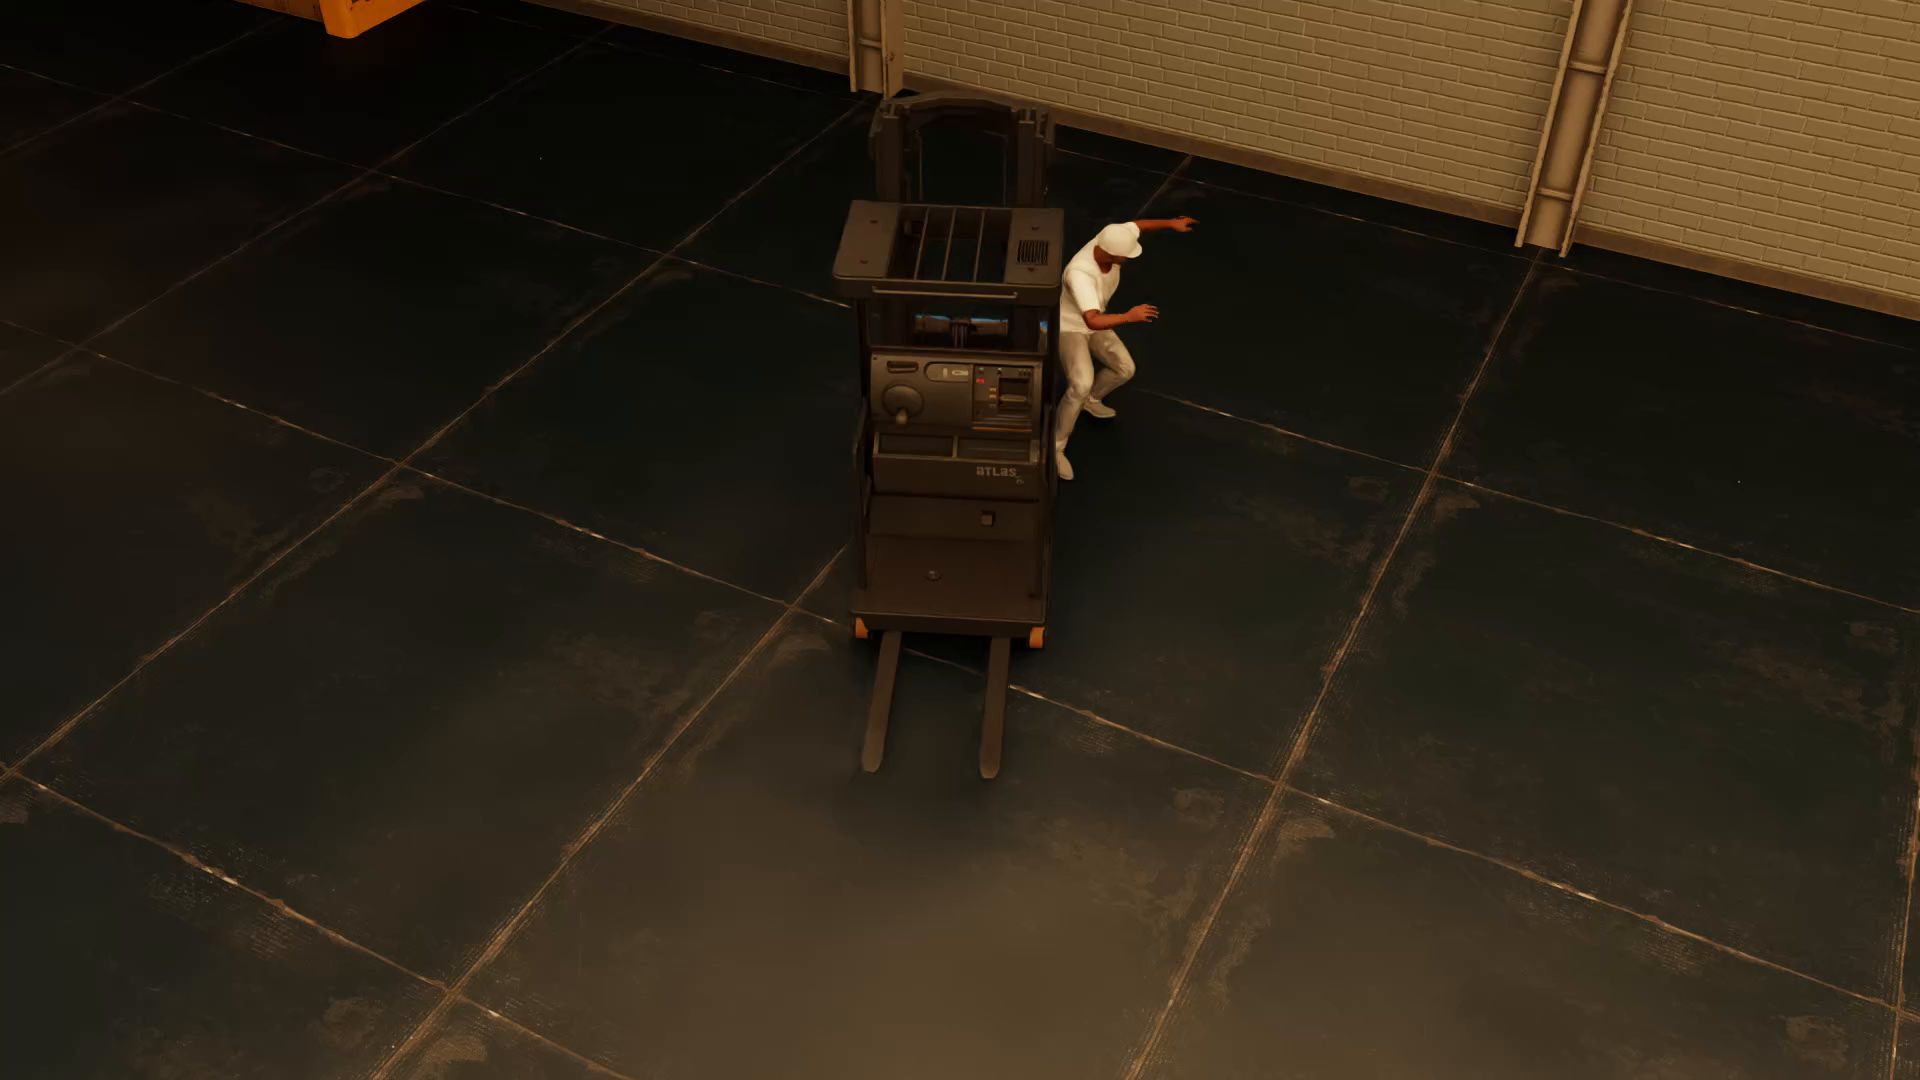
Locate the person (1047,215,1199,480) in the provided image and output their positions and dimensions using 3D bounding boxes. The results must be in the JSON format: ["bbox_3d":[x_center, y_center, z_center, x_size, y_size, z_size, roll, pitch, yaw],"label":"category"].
[{"bbox_3d":[1.004,-1.410,10.760,0.801,1.483,1.567,24,46,26],"label":"person"}]

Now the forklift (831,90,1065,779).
[{"bbox_3d":[-0.036,-0.725,8.847,1.130,2.935,3.031,3,40,4],"label":"forklift"}]
